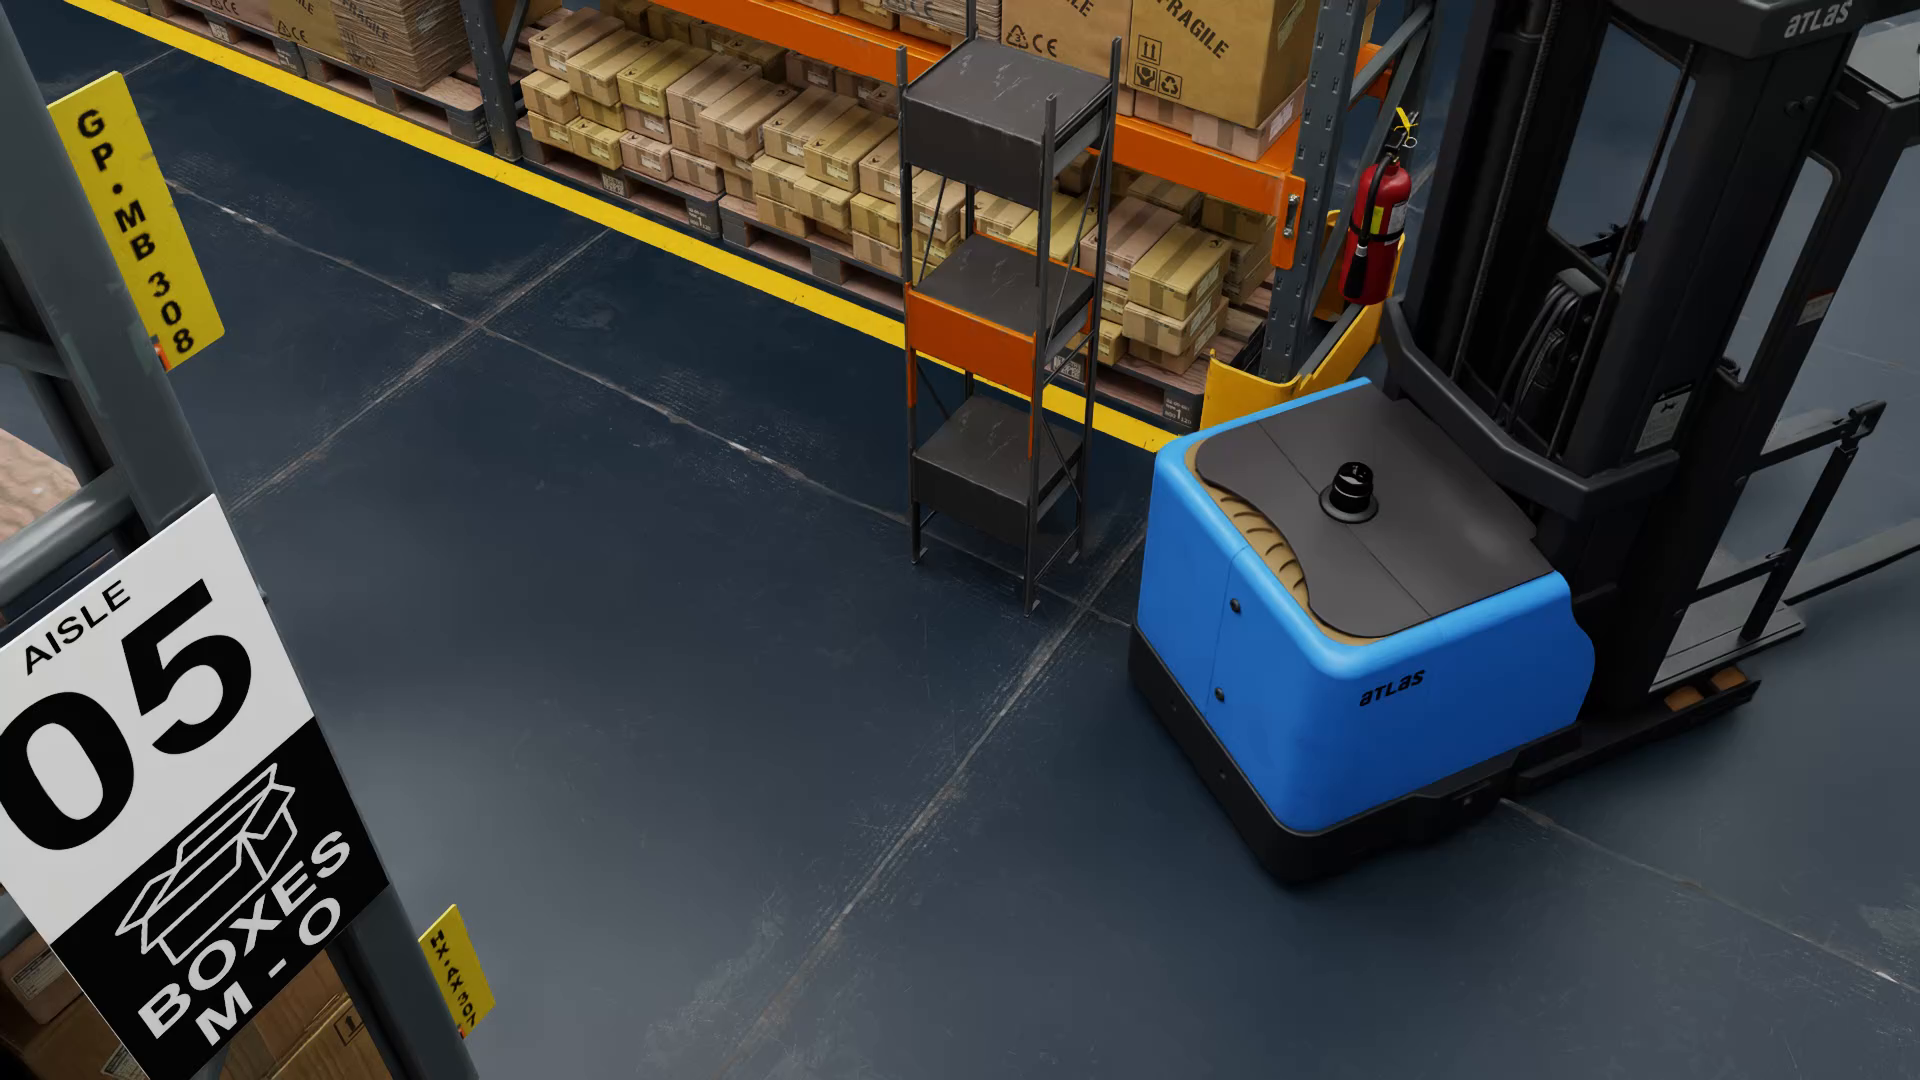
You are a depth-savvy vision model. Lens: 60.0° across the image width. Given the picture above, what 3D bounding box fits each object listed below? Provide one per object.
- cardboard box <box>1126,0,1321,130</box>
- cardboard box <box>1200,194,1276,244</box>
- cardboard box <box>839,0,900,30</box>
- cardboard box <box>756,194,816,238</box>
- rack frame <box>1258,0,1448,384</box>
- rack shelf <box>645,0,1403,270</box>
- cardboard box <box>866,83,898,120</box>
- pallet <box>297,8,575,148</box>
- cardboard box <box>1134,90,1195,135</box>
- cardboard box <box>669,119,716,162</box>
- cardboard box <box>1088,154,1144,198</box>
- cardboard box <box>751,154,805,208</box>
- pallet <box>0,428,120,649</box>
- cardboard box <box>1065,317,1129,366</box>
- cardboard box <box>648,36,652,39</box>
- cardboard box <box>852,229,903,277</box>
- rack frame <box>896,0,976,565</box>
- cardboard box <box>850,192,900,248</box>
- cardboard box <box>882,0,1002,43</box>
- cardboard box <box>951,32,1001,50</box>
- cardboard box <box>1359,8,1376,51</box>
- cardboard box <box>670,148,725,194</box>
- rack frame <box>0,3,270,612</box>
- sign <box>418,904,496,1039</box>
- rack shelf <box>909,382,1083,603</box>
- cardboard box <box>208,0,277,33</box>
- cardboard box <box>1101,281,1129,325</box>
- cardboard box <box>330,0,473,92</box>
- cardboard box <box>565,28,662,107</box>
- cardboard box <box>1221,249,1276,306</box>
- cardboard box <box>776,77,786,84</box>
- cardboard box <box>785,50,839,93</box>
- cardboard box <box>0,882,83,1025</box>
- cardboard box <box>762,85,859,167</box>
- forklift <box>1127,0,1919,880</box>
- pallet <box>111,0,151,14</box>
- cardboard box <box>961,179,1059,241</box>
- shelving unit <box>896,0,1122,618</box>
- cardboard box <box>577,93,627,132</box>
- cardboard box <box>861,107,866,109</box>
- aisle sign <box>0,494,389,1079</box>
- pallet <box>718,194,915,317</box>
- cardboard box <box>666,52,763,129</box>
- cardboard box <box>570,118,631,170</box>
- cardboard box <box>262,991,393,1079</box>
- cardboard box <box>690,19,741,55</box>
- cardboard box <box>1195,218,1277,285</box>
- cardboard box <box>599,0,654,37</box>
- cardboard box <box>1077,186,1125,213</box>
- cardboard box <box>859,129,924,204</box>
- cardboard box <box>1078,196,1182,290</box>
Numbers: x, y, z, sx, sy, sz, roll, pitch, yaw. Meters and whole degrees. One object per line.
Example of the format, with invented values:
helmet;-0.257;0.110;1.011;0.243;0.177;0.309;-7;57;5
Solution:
cardboard box;0.919;-1.789;5.619;0.500;0.500;0.500;26;51;23
cardboard box;1.178;-1.400;6.799;0.250;0.149;0.380;23;50;20
cardboard box;-0.260;-2.144;6.417;0.250;0.149;0.380;26;51;23
cardboard box;-0.684;-1.520;7.331;0.250;0.149;0.380;23;50;21
rack frame;1.436;-1.632;5.744;0.127;3.000;1.000;25;51;22
rack shelf;-0.248;-2.155;6.754;4.000;0.370;1.077;25;51;22
cardboard box;-0.204;-1.937;7.321;0.250;0.149;0.380;25;51;22
pallet;-2.587;-2.509;8.541;1.213;0.211;1.003;25;51;22
cardboard box;0.820;-1.619;5.906;0.250;0.149;0.380;25;51;22
cardboard box;-1.087;-1.881;7.474;0.250;0.149;0.380;22;50;20
cardboard box;0.738;-1.609;7.002;0.250;0.149;0.380;25;51;22
cardboard box;-0.690;-1.624;7.224;0.250;0.149;0.380;24;51;22
pallet;-1.782;0.100;2.031;1.213;0.211;1.003;25;51;22
cardboard box;0.609;-0.901;6.729;0.250;0.149;0.380;26;51;23
cardboard box;-1.494;-2.507;8.082;0.250;0.149;0.380;26;51;23
cardboard box;-0.250;-1.322;7.138;0.250;0.149;0.380;26;51;23
rack frame;-0.066;-0.762;5.526;0.015;2.100;0.400;25;51;22
cardboard box;-0.250;-1.423;7.029;0.250;0.149;0.380;27;52;24
cardboard box;0.056;-2.182;6.001;0.500;0.500;0.500;25;51;22
cardboard box;0.167;-1.911;6.191;0.250;0.149;0.380;23;50;20
cardboard box;1.340;-1.867;6.148;0.250;0.149;0.380;24;51;22
cardboard box;-1.096;-1.762;7.566;0.250;0.149;0.380;24;50;21
rack frame;-1.152;-0.695;0.651;0.127;3.000;1.000;25;51;22
sign;-0.847;0.734;2.787;0.005;0.325;0.100;25;51;22
rack shelf;0.139;-0.170;5.946;0.480;0.518;0.431;25;51;22
cardboard box;-3.551;-2.990;8.514;0.500;0.500;0.500;24;50;21
cardboard box;0.646;-1.054;6.670;0.250;0.149;0.380;24;50;21
cardboard box;-2.690;-2.590;8.125;0.500;0.500;0.500;24;50;21
cardboard box;-1.553;-2.140;7.518;0.250;0.149;0.380;27;52;24
cardboard box;1.168;-1.181;7.001;0.250;0.149;0.380;26;51;23
cardboard box;-0.867;-2.160;7.745;0.250;0.149;0.380;25;51;22
cardboard box;-0.587;-2.196;7.573;0.250;0.149;0.380;22;50;20
cardboard box;-1.301;0.482;2.471;0.250;0.149;0.380;26;51;23
cardboard box;-0.638;-1.781;7.169;0.250;0.149;0.380;23;50;21
forklift;2.136;-0.697;4.883;3.031;2.935;1.130;-19;49;-17
pallet;-4.641;-3.454;9.459;1.213;0.211;1.003;25;51;22
cardboard box;0.202;-1.338;6.739;0.250;0.149;0.380;23;50;21
shelving unit;0.139;-0.668;5.435;0.503;2.100;0.431;25;51;22
cardboard box;-1.537;-2.059;7.647;0.250;0.149;0.380;25;51;22
cardboard box;-0.427;-1.957;7.548;0.250;0.149;0.380;22;50;20
aisle sign;-0.934;0.343;2.013;0.004;0.787;0.394;25;51;22
pallet;-0.316;-1.498;7.558;1.213;0.211;1.003;25;51;22
cardboard box;-1.082;-1.984;7.367;0.250;0.149;0.380;23;50;21
cardboard box;-1.574;-1.895;7.695;0.250;0.149;0.380;26;51;23
cardboard box;-1.401;1.002;3.115;0.500;0.500;0.500;24;51;22
cardboard box;-1.041;-2.393;7.764;0.250;0.149;0.380;24;51;22
cardboard box;1.133;-1.246;6.857;0.250;0.149;0.380;27;52;24
cardboard box;-1.491;-2.560;7.926;0.250;0.149;0.380;26;51;23
cardboard box;0.679;-1.427;7.033;0.250;0.149;0.380;25;51;23
cardboard box;-0.216;-1.577;6.971;0.250;0.149;0.380;23;50;21
cardboard box;0.673;-1.176;6.581;0.250;0.149;0.380;26;51;23
